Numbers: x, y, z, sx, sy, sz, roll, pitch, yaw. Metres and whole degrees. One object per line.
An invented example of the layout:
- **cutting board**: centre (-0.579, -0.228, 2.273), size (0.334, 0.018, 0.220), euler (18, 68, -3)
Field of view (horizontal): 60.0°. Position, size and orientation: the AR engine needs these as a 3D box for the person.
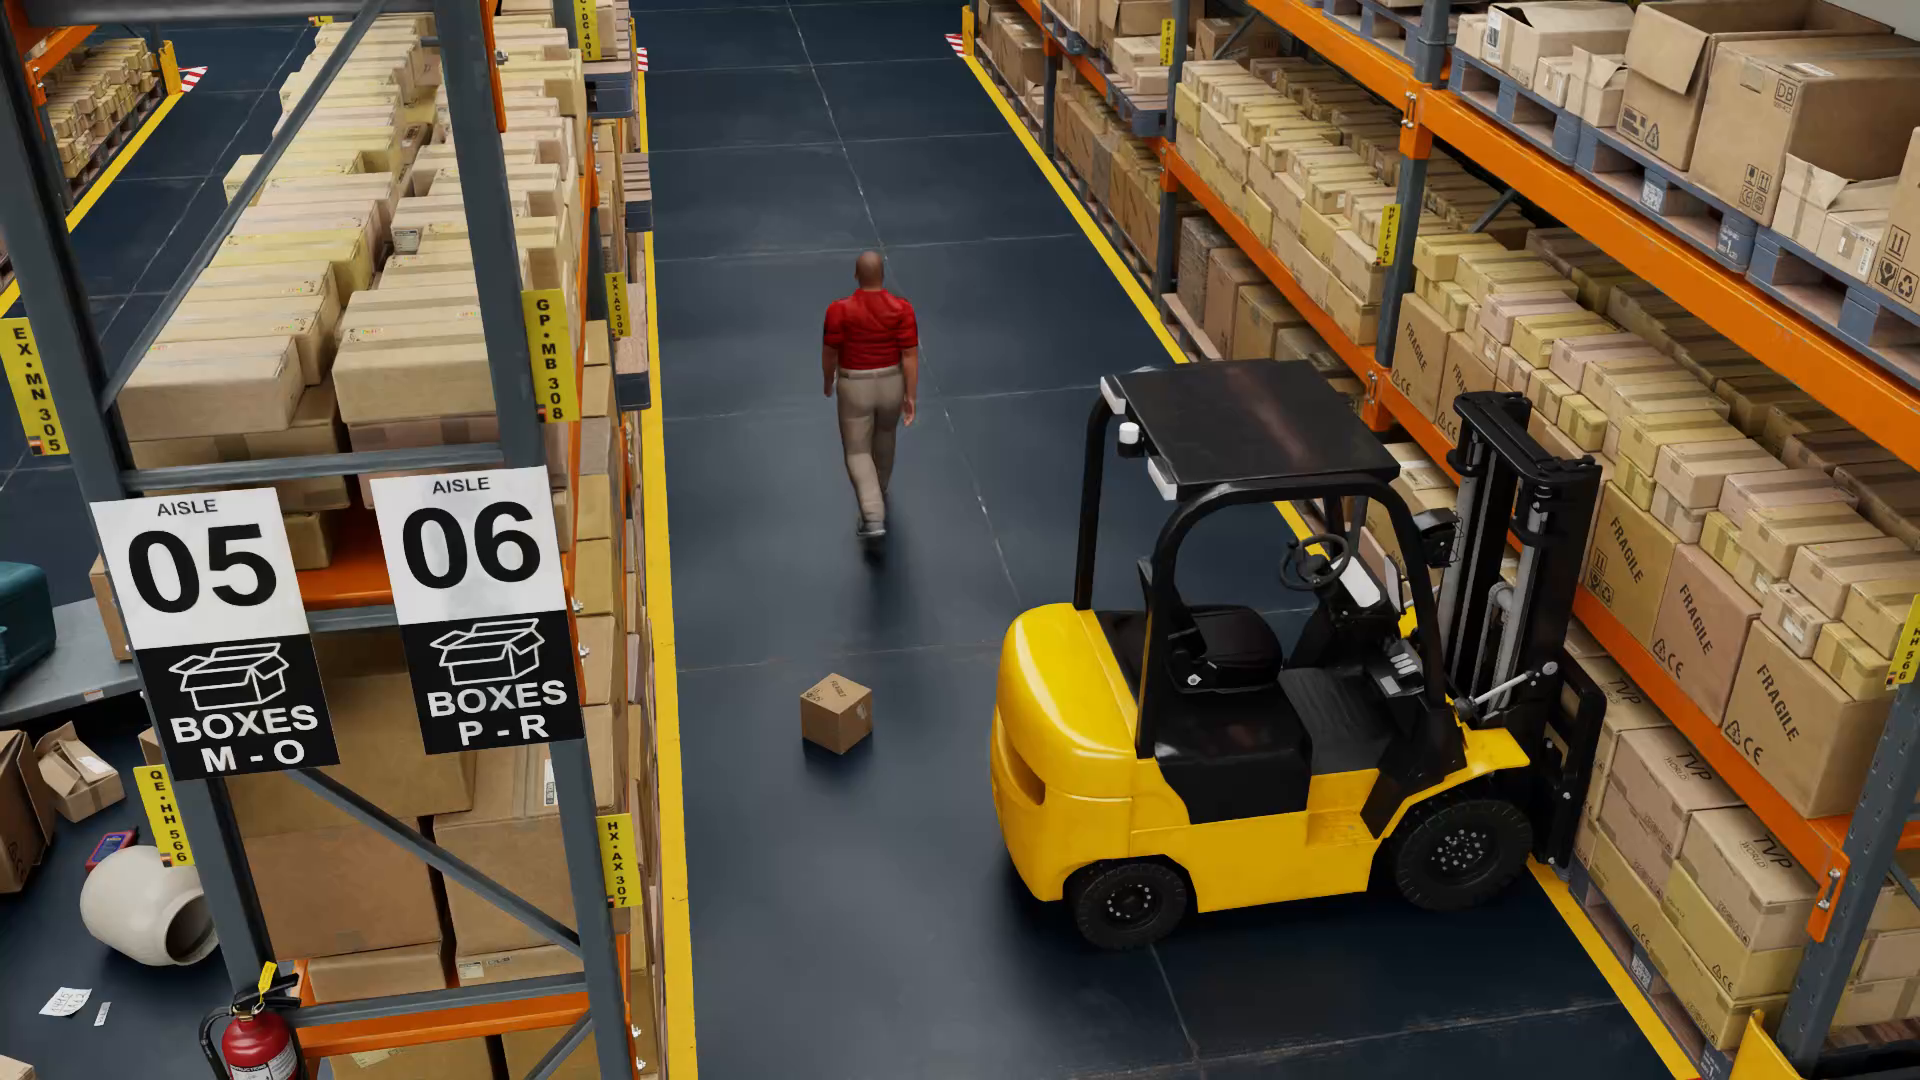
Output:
- **person**: centre (-0.523, -0.882, 9.647), size (0.532, 1.674, 1.047), euler (-8, 31, -14)
